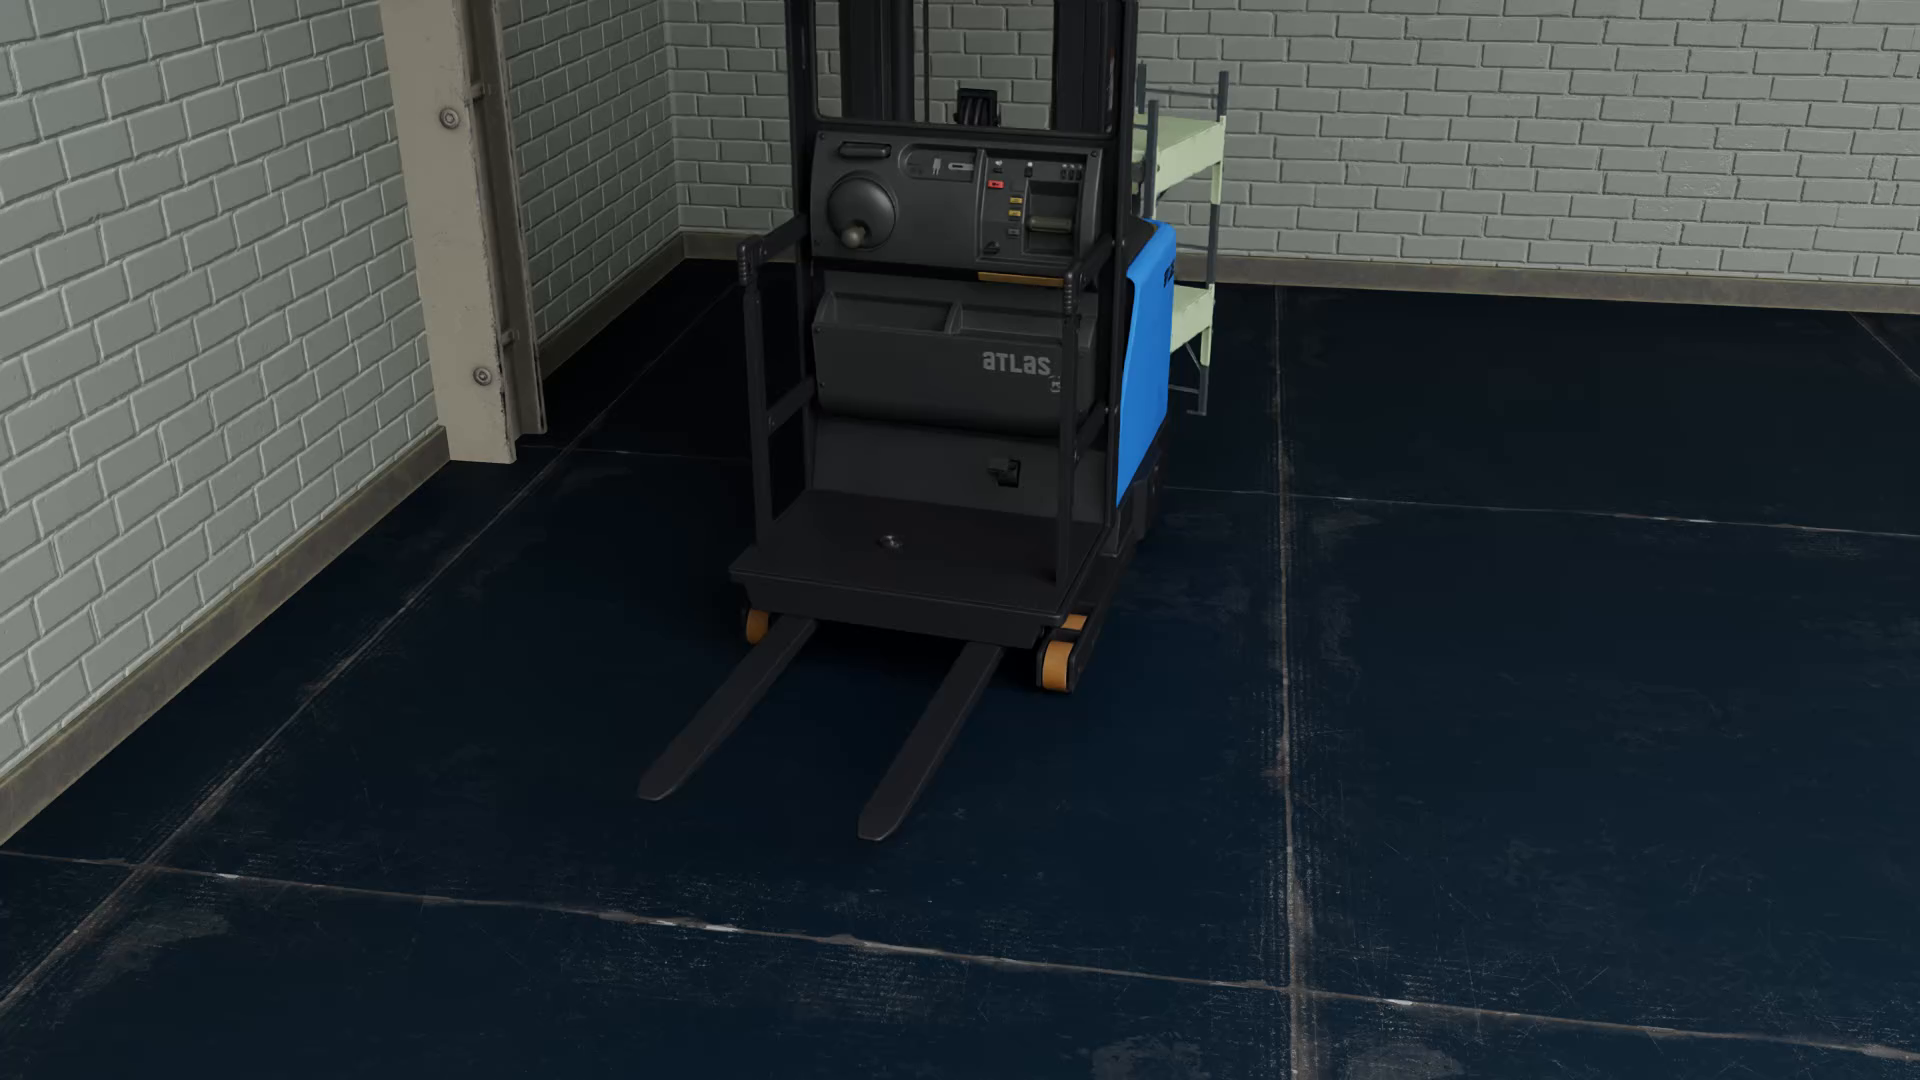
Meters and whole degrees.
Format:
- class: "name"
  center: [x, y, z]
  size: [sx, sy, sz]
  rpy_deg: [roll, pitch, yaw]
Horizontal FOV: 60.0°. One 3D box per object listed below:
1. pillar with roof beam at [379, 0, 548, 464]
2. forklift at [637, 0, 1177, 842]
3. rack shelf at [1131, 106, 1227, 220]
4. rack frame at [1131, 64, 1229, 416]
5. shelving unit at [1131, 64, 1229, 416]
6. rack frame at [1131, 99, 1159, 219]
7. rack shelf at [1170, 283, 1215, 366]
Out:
- class: "pillar with roof beam"
  center: [2.259, -4.189, 4.584]
  size: [9.100, 9.000, 0.400]
  rpy_deg: [4, 25, 9]
- class: "forklift"
  center: [-0.080, -1.034, 5.003]
  size: [1.130, 2.935, 3.031]
  rpy_deg: [7, 26, 15]
- class: "rack shelf"
  center: [0.746, -1.497, 6.759]
  size: [0.431, 0.370, 0.720]
  rpy_deg: [13, 28, 26]
- class: "rack frame"
  center: [0.924, -1.280, 7.215]
  size: [0.400, 1.500, 0.023]
  rpy_deg: [13, 28, 26]
- class: "shelving unit"
  center: [0.746, -1.144, 6.925]
  size: [0.431, 1.500, 0.755]
  rpy_deg: [13, 28, 26]
- class: "rack frame"
  center: [0.568, -1.008, 6.635]
  size: [0.400, 1.500, 0.023]
  rpy_deg: [13, 28, 26]
- class: "rack shelf"
  center: [0.746, -0.849, 7.063]
  size: [0.431, 0.370, 0.720]
  rpy_deg: [13, 28, 26]
